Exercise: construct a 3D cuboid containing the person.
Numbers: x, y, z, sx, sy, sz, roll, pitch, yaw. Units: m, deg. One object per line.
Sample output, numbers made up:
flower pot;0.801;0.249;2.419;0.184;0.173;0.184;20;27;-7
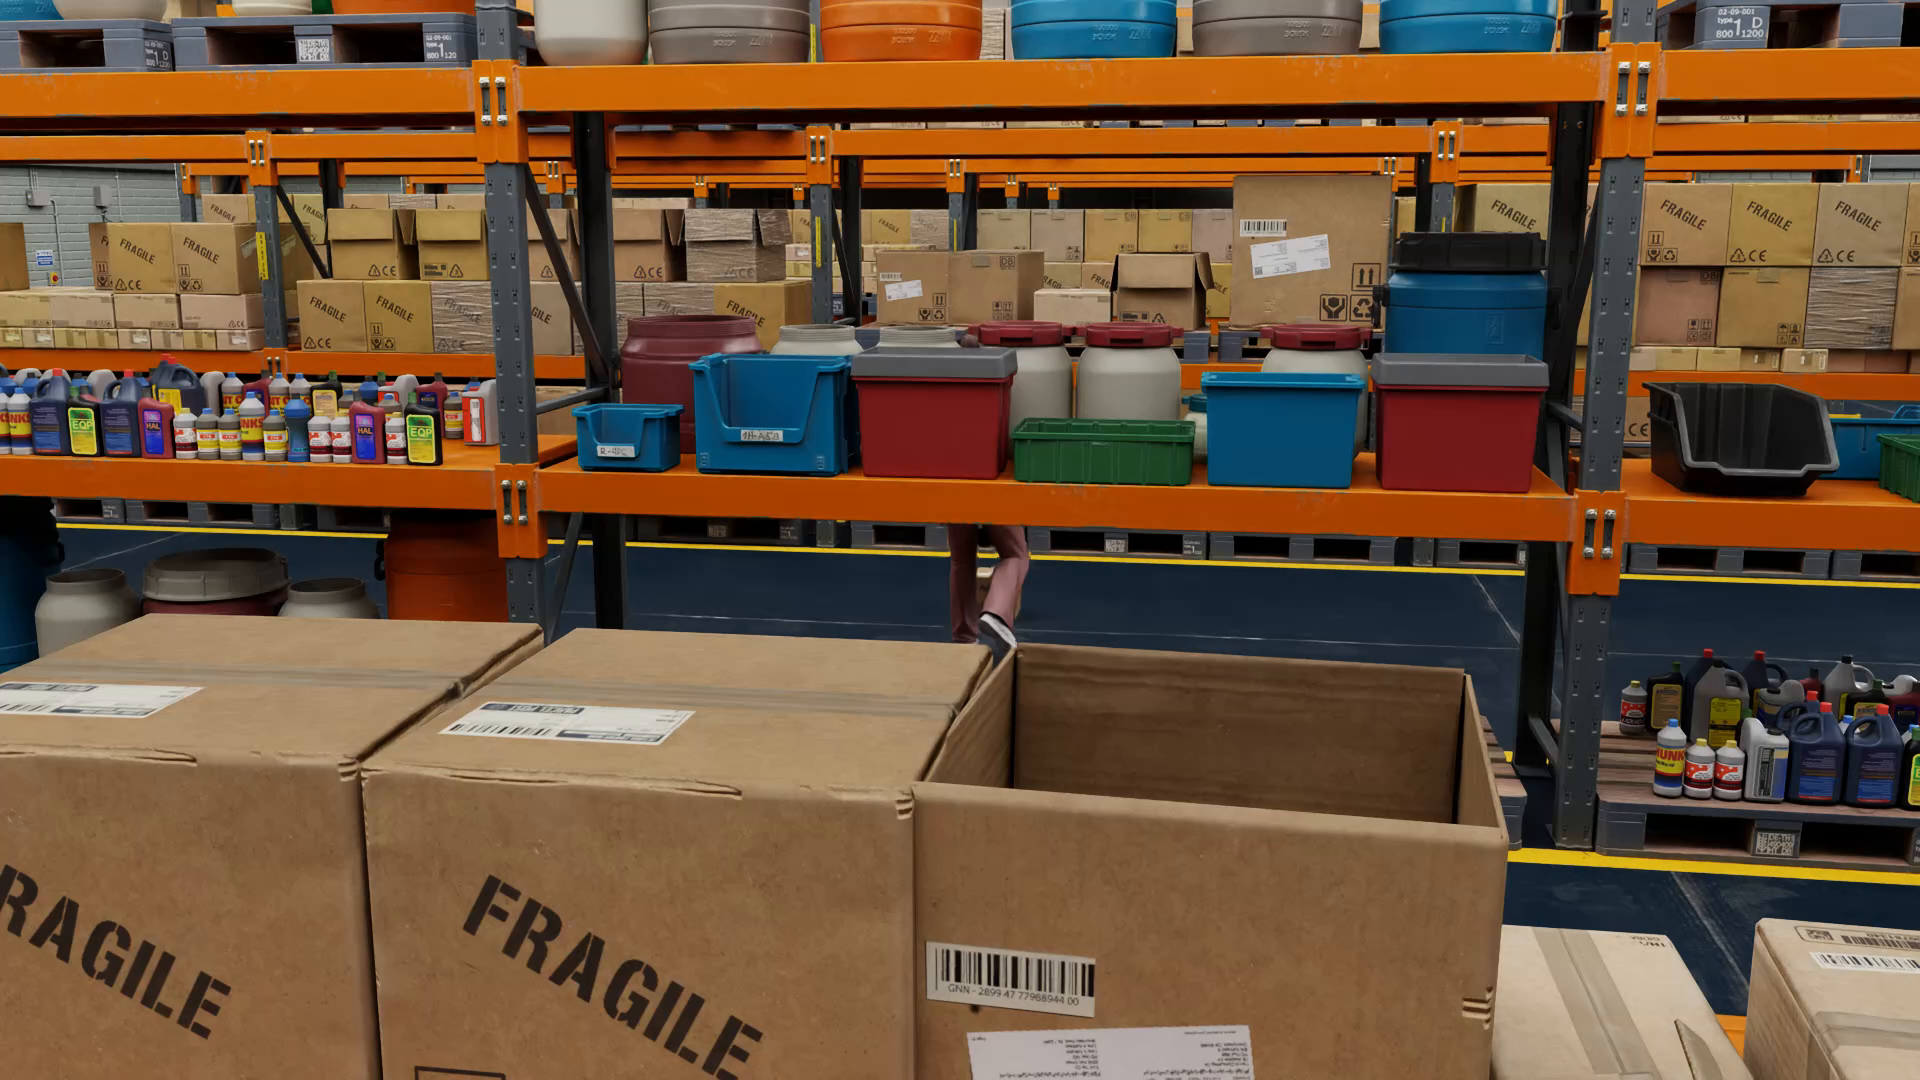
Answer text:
person;0.105;-0.208;8.435;0.526;1.670;0.614;3;12;14
